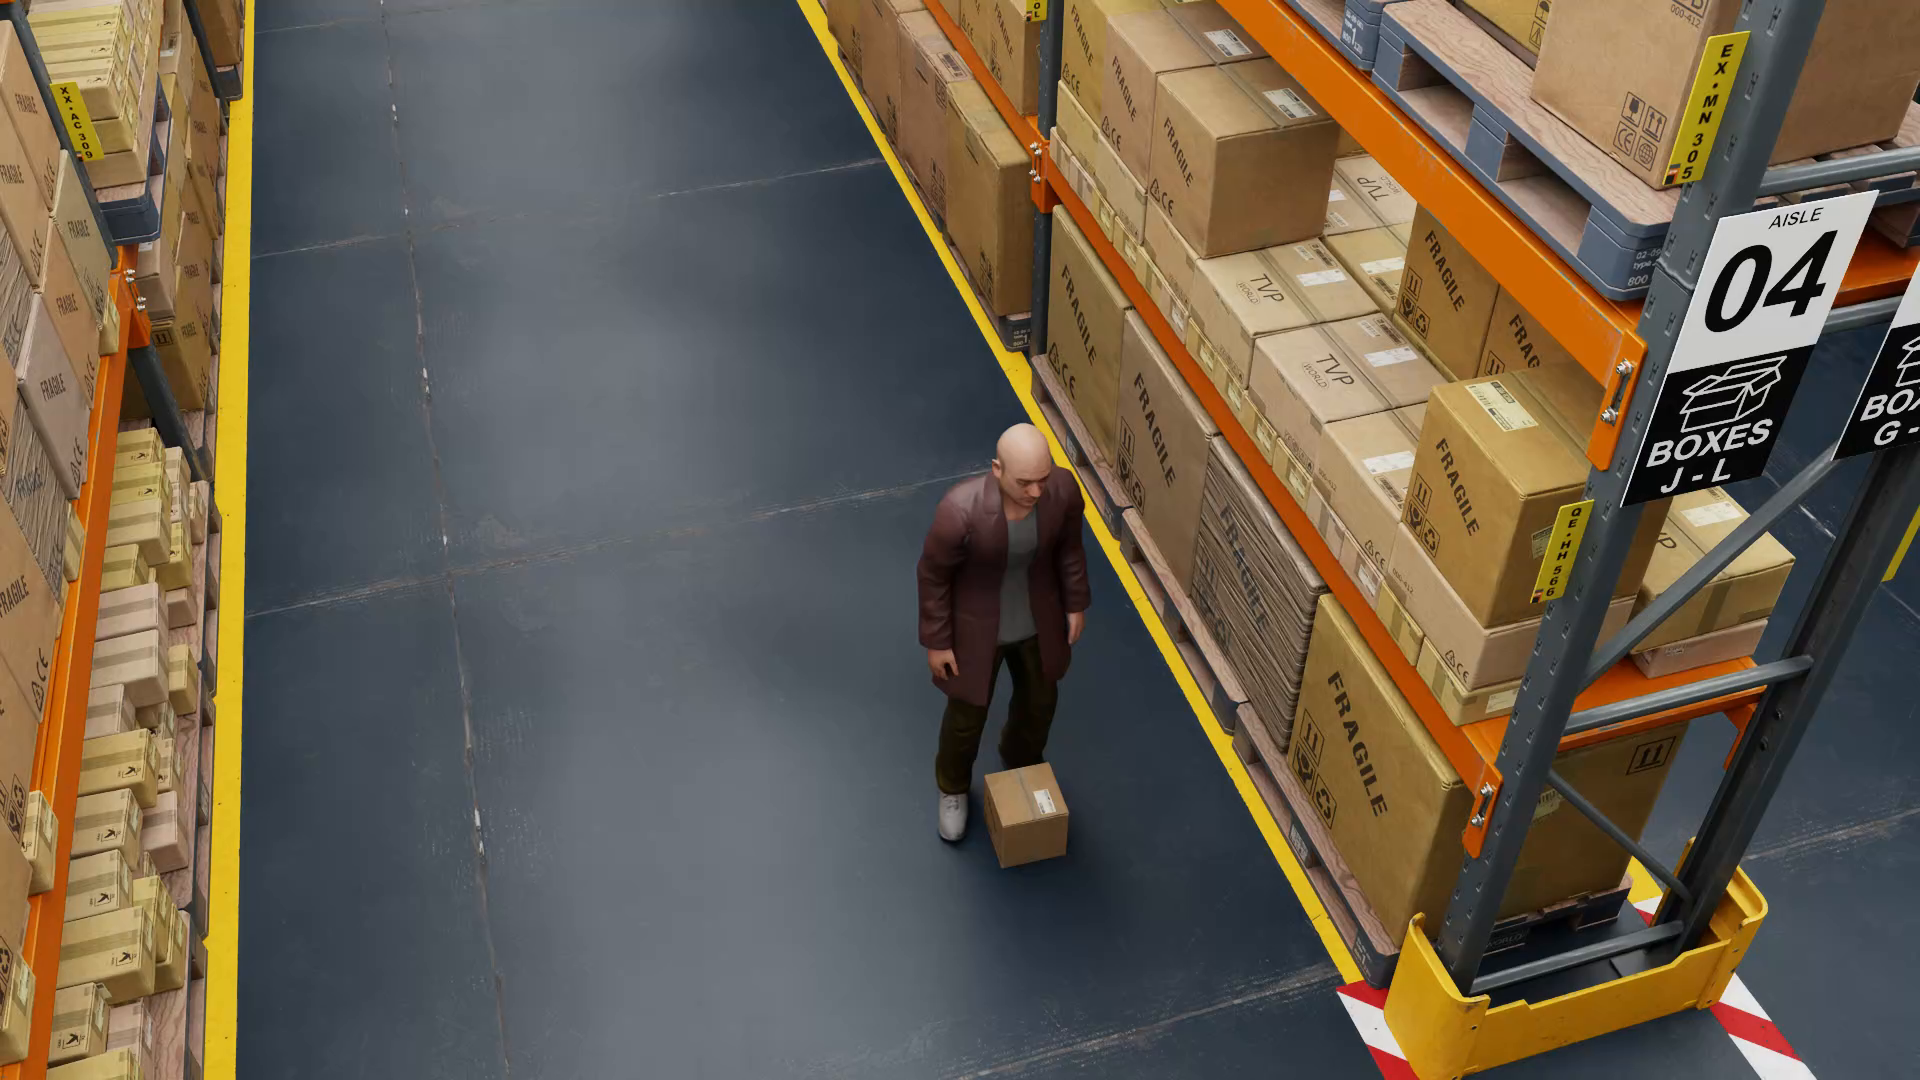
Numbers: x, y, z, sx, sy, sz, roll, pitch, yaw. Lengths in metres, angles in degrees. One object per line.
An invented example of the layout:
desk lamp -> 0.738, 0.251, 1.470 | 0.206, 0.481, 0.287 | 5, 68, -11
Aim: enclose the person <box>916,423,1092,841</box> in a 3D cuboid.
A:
person -> 0.163, 0.297, 5.839 | 0.648, 1.772, 0.433 | -14, 44, -16
